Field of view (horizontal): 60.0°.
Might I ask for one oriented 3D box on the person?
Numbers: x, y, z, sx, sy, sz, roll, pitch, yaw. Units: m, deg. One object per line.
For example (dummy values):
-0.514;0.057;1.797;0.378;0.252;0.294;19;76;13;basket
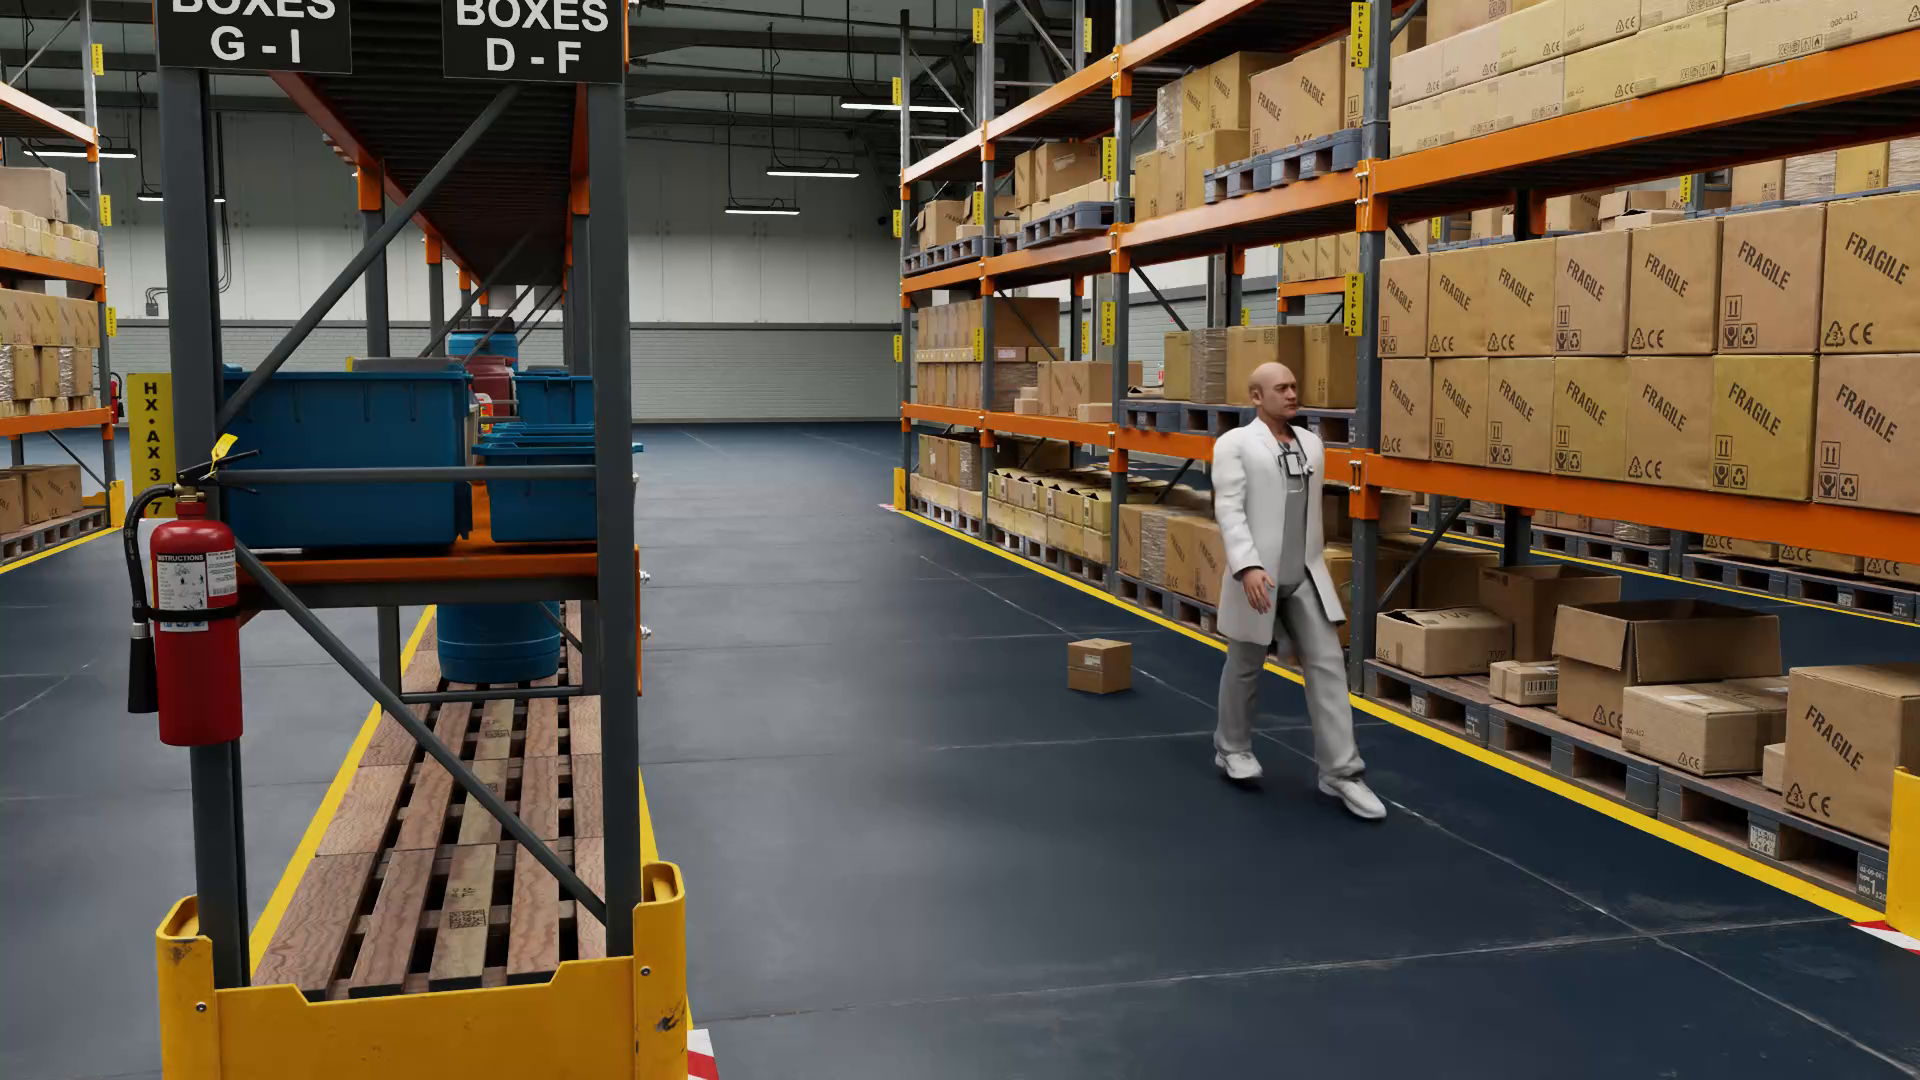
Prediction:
1.316;0.165;6.702;0.571;1.753;0.969;-2;6;-18;person
